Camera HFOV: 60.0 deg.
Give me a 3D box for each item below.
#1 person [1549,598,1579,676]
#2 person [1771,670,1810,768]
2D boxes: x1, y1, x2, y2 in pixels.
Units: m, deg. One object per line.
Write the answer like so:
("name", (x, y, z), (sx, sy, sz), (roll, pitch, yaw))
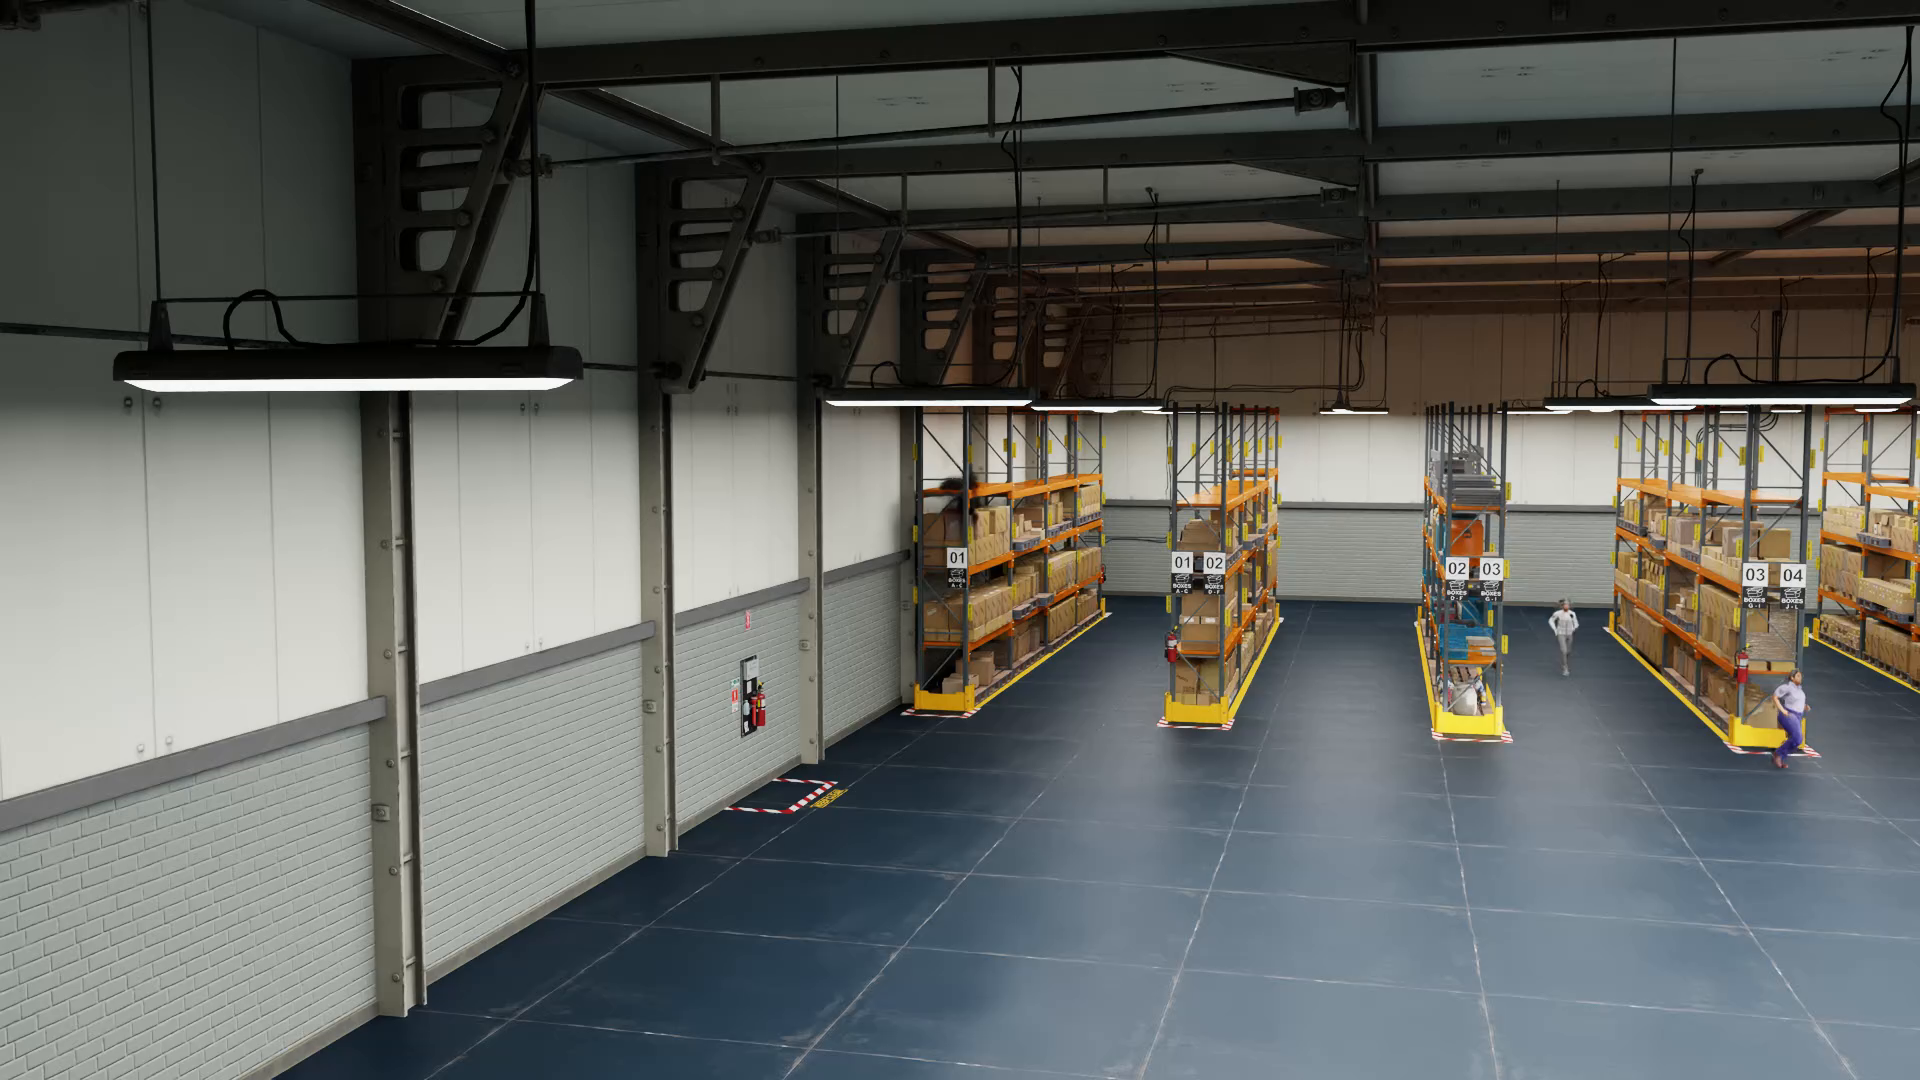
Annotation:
("person", (13.508, 2.138, 37.173), (0.620, 1.700, 0.753), (0, 4, 4))
("person", (13.600, 2.917, 27.153), (0.605, 1.598, 0.506), (-4, 5, -40))
